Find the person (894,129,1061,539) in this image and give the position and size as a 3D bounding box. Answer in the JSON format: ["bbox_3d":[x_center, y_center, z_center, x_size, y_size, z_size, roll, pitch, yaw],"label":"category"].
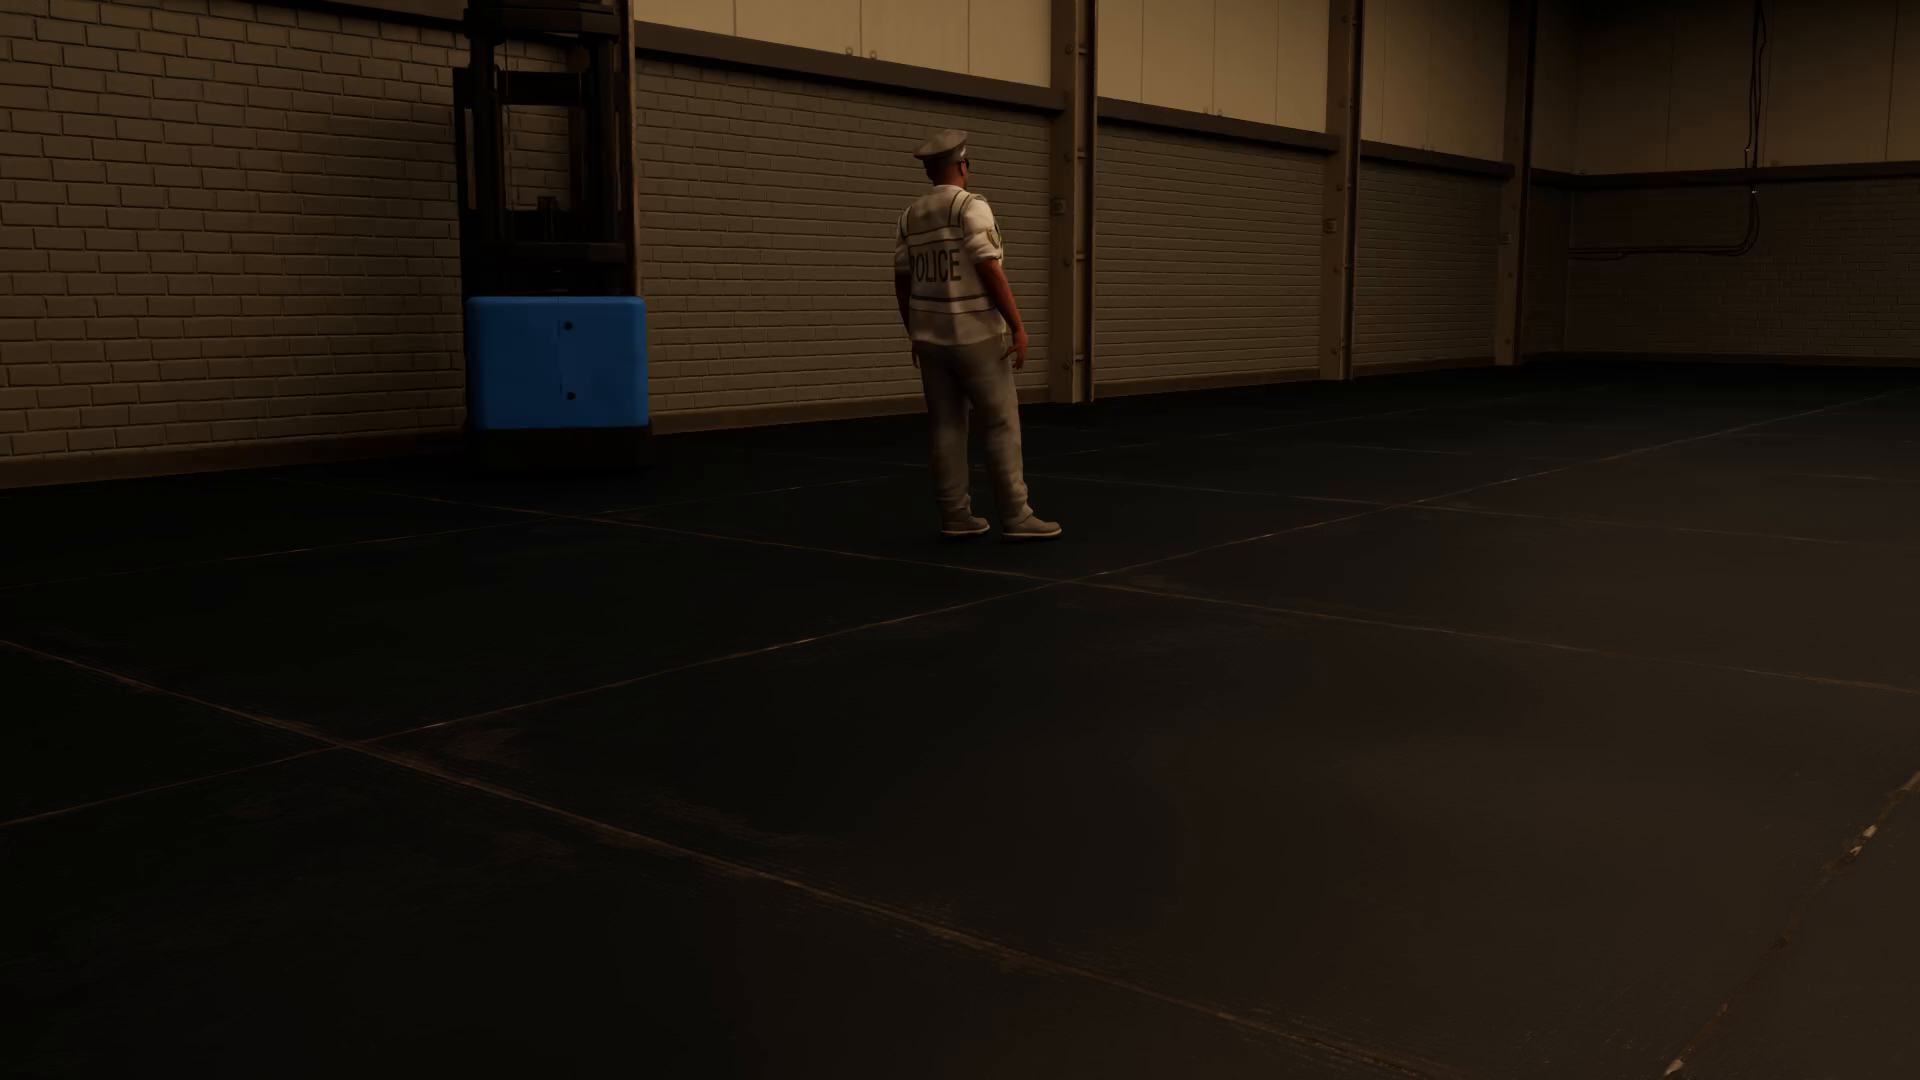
[{"bbox_3d":[0.058,-0.896,7.327,0.640,1.781,0.575,7,11,38],"label":"person"}]

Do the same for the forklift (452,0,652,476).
[{"bbox_3d":[-2.749,-2.010,11.017,1.130,2.935,3.031,-2,9,-16],"label":"forklift"}]
